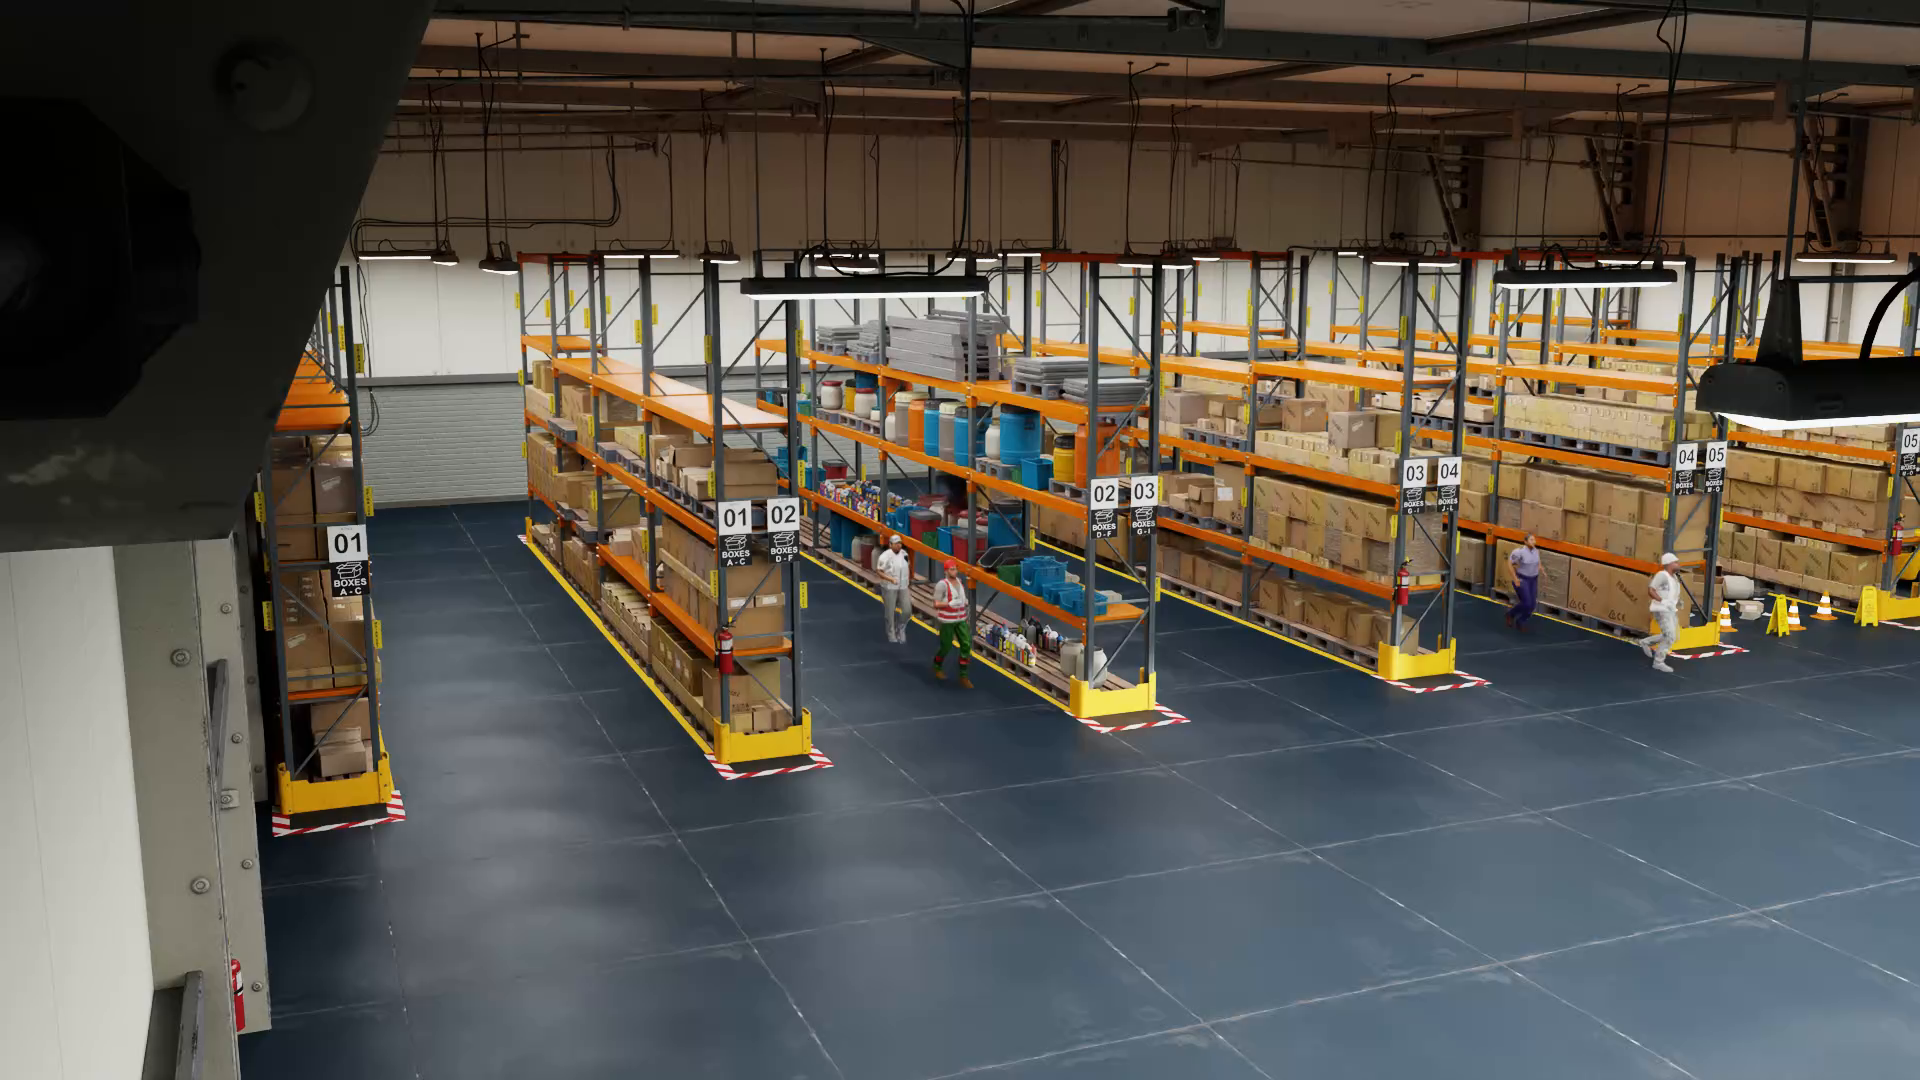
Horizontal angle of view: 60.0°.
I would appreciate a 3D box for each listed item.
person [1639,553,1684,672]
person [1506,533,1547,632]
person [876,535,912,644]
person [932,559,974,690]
[{"bbox_3d":[10.429,1.038,24.698,0.633,1.705,0.700,10,14,43],"label":"person"},{"bbox_3d":[9.158,0.686,26.849,0.618,1.616,0.545,-5,12,-26],"label":"person"},{"bbox_3d":[-0.957,0.756,24.863,0.582,1.692,0.573,-5,11,-24],"label":"person"},{"bbox_3d":[-0.113,1.174,23.558,0.639,1.832,0.782,-7,13,-35],"label":"person"}]
